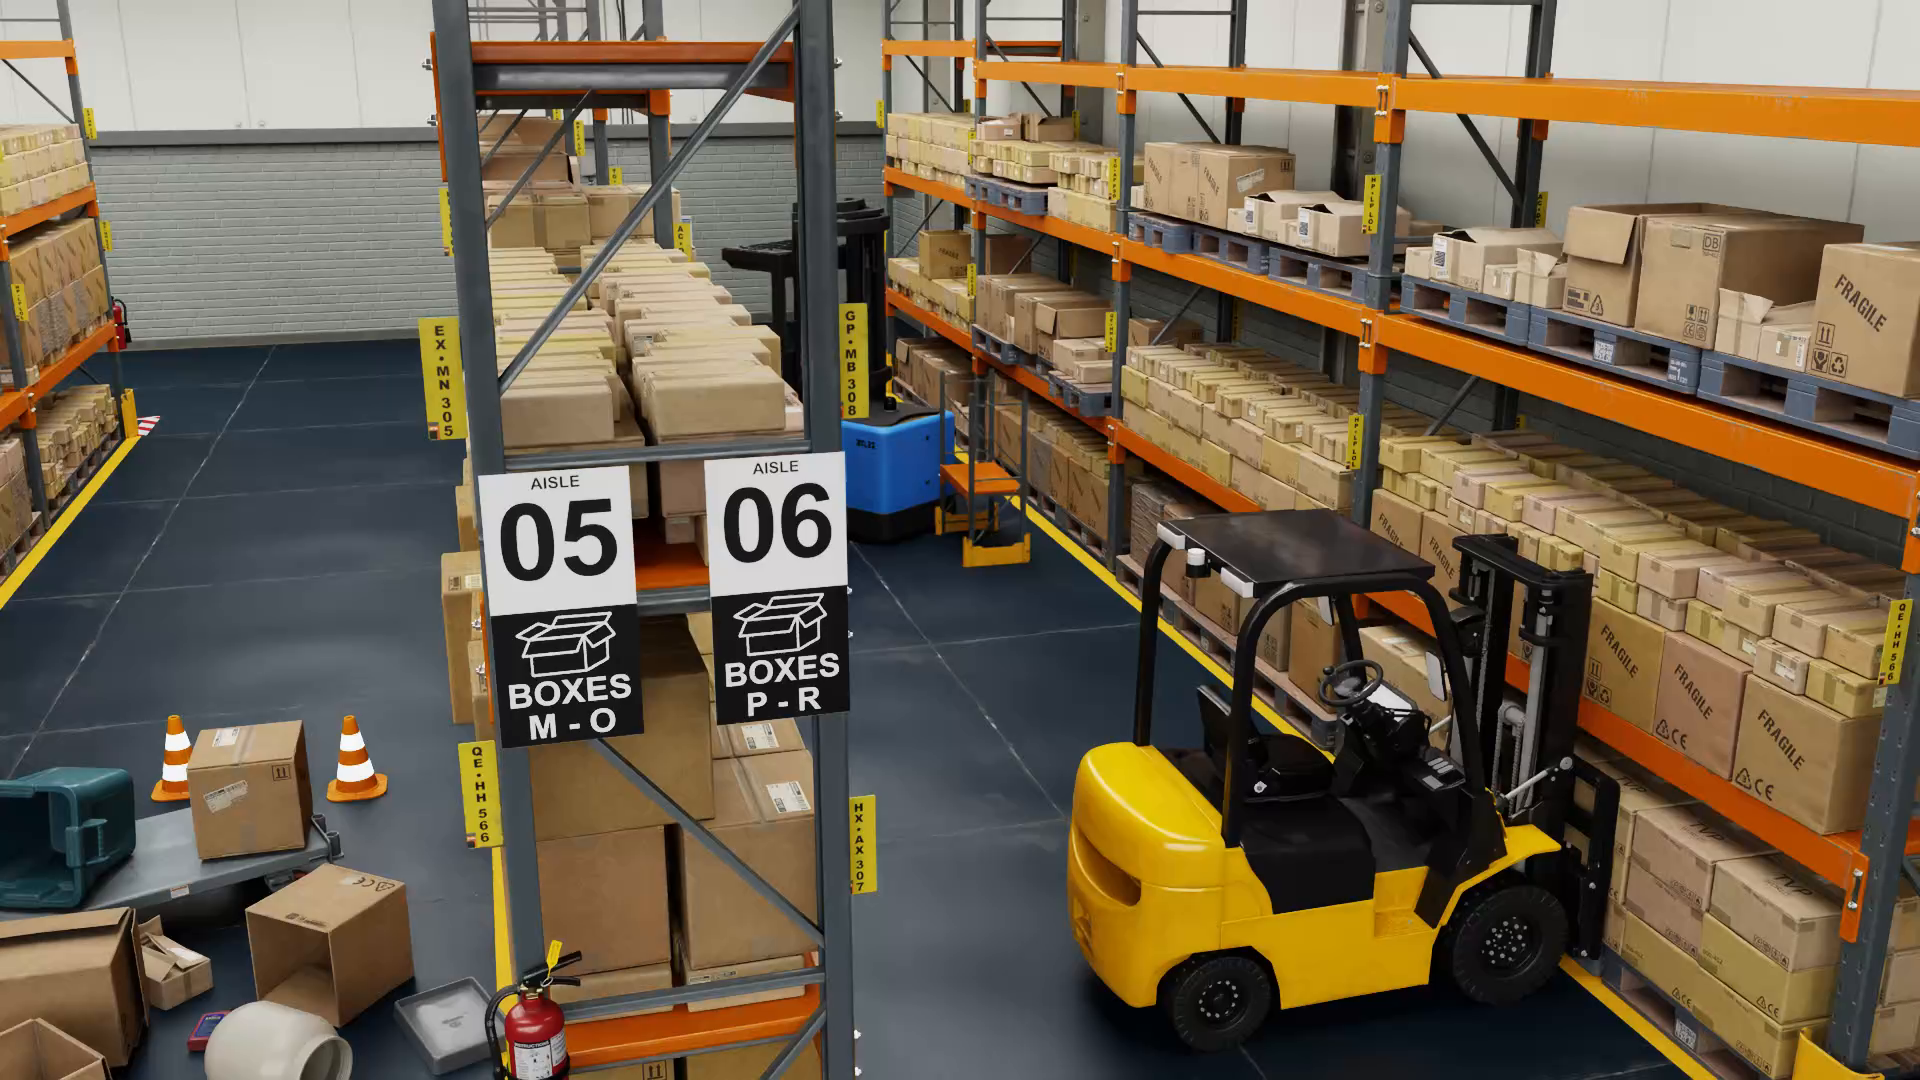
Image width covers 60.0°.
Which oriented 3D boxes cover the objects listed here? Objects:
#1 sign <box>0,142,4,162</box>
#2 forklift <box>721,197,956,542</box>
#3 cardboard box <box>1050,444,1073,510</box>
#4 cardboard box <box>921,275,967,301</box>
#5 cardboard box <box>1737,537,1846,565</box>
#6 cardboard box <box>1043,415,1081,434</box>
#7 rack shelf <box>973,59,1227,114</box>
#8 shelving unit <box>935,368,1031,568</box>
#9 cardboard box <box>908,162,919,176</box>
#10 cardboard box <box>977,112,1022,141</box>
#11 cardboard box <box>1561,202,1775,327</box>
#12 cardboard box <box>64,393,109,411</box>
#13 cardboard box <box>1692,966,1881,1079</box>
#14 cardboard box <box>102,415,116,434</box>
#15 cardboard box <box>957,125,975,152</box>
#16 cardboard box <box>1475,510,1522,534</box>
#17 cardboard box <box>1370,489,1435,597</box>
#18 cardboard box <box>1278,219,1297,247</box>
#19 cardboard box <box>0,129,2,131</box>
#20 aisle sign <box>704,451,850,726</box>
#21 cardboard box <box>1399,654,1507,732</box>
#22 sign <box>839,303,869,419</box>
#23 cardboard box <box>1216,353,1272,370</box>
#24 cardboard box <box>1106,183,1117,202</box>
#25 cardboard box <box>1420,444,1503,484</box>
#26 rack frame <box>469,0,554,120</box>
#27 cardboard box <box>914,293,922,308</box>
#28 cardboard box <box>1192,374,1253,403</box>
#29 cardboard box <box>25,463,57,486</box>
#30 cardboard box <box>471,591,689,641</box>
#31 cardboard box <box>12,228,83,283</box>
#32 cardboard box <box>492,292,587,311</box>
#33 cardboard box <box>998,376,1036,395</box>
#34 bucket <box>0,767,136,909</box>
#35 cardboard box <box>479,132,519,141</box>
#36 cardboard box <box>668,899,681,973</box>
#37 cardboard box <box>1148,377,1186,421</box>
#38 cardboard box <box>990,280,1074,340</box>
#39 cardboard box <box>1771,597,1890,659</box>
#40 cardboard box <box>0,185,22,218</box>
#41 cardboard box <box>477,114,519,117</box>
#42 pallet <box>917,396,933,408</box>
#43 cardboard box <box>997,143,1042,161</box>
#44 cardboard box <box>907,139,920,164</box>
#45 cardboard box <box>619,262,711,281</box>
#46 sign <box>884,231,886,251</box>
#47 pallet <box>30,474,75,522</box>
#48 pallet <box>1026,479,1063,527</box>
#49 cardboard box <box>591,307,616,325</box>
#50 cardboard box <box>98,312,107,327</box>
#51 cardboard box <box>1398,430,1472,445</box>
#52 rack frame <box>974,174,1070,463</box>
[{"bbox_3d":[-8.326,-3.422,14.332,0.100,0.325,0.005,-5,17,-15],"label":"sign"},{"bbox_3d":[-1.493,-1.710,15.548,3.031,2.935,1.130,13,21,37],"label":"forklift"},{"bbox_3d":[1.147,-0.598,15.345,0.500,0.500,0.500,-4,17,-13],"label":"cardboard box"},{"bbox_3d":[-0.147,-2.928,19.229,0.500,0.250,0.500,-5,17,-17],"label":"cardboard box"},{"bbox_3d":[3.780,0.104,7.573,0.380,0.149,0.250,-4,17,-14],"label":"cardboard box"},{"bbox_3d":[1.009,-1.083,15.830,0.380,0.149,0.250,-5,17,-15],"label":"cardboard box"},{"bbox_3d":[1.194,-4.101,14.907,1.077,0.370,4.000,-5,17,-15],"label":"rack shelf"},{"bbox_3d":[0.189,-0.653,14.518,0.587,1.500,1.083,-4,17,-14],"label":"shelving unit"},{"bbox_3d":[-0.391,-4.341,19.413,0.380,0.149,0.250,-5,17,-15],"label":"cardboard box"},{"bbox_3d":[0.392,-4.112,16.509,0.396,0.266,0.258,-5,17,-16],"label":"cardboard box"},{"bbox_3d":[3.277,-1.292,7.742,0.797,0.503,0.637,-4,17,-13],"label":"cardboard box"},{"bbox_3d":[-9.362,-1.469,17.821,0.380,0.149,0.250,-5,17,-16],"label":"cardboard box"},{"bbox_3d":[3.510,2.013,7.086,0.500,0.250,0.500,-5,17,-15],"label":"cardboard box"},{"bbox_3d":[-9.445,-1.254,18.138,0.380,0.149,0.250,-4,17,-14],"label":"cardboard box"},{"bbox_3d":[0.274,-4.184,17.328,0.500,0.250,0.500,-5,17,-15],"label":"cardboard box"},{"bbox_3d":[2.916,-0.065,8.655,0.380,0.149,0.250,-5,17,-16],"label":"cardboard box"},{"bbox_3d":[2.714,-0.009,9.593,0.500,0.500,0.500,-5,17,-17],"label":"cardboard box"},{"bbox_3d":[2.249,-1.949,10.547,0.380,0.149,0.250,-5,17,-15],"label":"cardboard box"},{"bbox_3d":[-9.792,-4.015,16.589,0.380,0.149,0.250,-4,17,-14],"label":"cardboard box"},{"bbox_3d":[-0.514,0.143,4.742,0.394,0.787,0.004,-5,17,-15],"label":"aisle sign"},{"bbox_3d":[2.805,0.834,9.274,0.500,0.250,0.500,-5,17,-15],"label":"cardboard box"},{"bbox_3d":[-0.307,-0.502,4.677,0.100,0.325,0.005,-5,17,-15],"label":"sign"},{"bbox_3d":[2.220,-1.355,12.948,0.380,0.149,0.250,-5,17,-15],"label":"cardboard box"},{"bbox_3d":[1.415,-2.845,13.564,0.380,0.149,0.250,-4,17,-14],"label":"cardboard box"},{"bbox_3d":[2.821,-0.430,9.350,0.380,0.149,0.250,-4,17,-14],"label":"cardboard box"},{"bbox_3d":[-5.226,-5.903,18.962,1.000,3.000,0.127,-5,17,-15],"label":"rack frame"},{"bbox_3d":[-0.322,-2.830,19.596,0.380,0.149,0.250,-5,17,-17],"label":"cardboard box"},{"bbox_3d":[1.913,-1.101,12.103,0.380,0.149,0.250,-4,17,-14],"label":"cardboard box"},{"bbox_3d":[-8.651,-0.608,15.470,0.380,0.149,0.250,-4,17,-13],"label":"cardboard box"},{"bbox_3d":[-1.311,0.462,5.771,0.700,0.500,0.500,-5,17,-15],"label":"cardboard box"},{"bbox_3d":[-9.302,-2.890,16.929,0.500,0.500,0.500,-4,17,-12],"label":"cardboard box"},{"bbox_3d":[-1.649,-0.872,6.479,0.380,0.149,0.250,-4,17,-14],"label":"cardboard box"},{"bbox_3d":[0.605,-1.586,16.987,0.380,0.149,0.250,-6,18,-18],"label":"cardboard box"},{"bbox_3d":[-4.406,1.404,8.112,0.726,0.611,0.620,1,7,4],"label":"bucket"},{"bbox_3d":[-4.164,-3.342,14.747,0.500,0.500,0.500,-5,17,-16],"label":"cardboard box"},{"bbox_3d":[-0.807,1.337,5.723,0.380,0.149,0.250,-4,17,-14],"label":"cardboard box"},{"bbox_3d":[1.767,-1.097,12.783,0.500,0.250,0.500,-4,17,-14],"label":"cardboard box"},{"bbox_3d":[0.705,-2.271,16.395,0.700,0.500,0.500,-5,17,-15],"label":"cardboard box"},{"bbox_3d":[3.544,0.353,6.744,0.380,0.149,0.250,-5,17,-15],"label":"cardboard box"},{"bbox_3d":[-8.732,-3.018,14.831,0.500,0.250,0.500,-4,17,-12],"label":"cardboard box"},{"bbox_3d":[-4.816,-4.194,17.408,0.500,0.500,0.500,-4,17,-14],"label":"cardboard box"},{"bbox_3d":[0.118,-1.509,19.610,1.003,0.211,1.213,-5,17,-15],"label":"pallet"},{"bbox_3d":[0.572,-3.697,15.846,0.380,0.149,0.250,-5,17,-16],"label":"cardboard box"},{"bbox_3d":[-0.307,-4.505,19.264,0.500,0.250,0.500,-5,17,-17],"label":"cardboard box"},{"bbox_3d":[-1.303,-1.132,7.343,0.380,0.149,0.250,-4,17,-14],"label":"cardboard box"},{"bbox_3d":[-0.976,-3.795,20.867,0.100,0.325,0.005,-5,17,-15],"label":"sign"},{"bbox_3d":[-9.077,-0.352,15.756,1.003,0.211,1.213,-5,17,-15],"label":"pallet"},{"bbox_3d":[1.243,-0.421,15.988,1.003,0.211,1.213,-5,17,-15],"label":"pallet"},{"bbox_3d":[-1.282,-0.835,7.048,0.500,0.250,0.500,-5,17,-16],"label":"cardboard box"},{"bbox_3d":[-9.596,-2.422,18.239,0.380,0.149,0.250,-5,17,-15],"label":"cardboard box"},{"bbox_3d":[2.953,-0.577,10.357,0.380,0.149,0.250,-5,17,-17],"label":"cardboard box"},{"bbox_3d":[0.645,-2.317,17.451,1.000,3.000,0.127,-5,17,-15],"label":"rack frame"}]
